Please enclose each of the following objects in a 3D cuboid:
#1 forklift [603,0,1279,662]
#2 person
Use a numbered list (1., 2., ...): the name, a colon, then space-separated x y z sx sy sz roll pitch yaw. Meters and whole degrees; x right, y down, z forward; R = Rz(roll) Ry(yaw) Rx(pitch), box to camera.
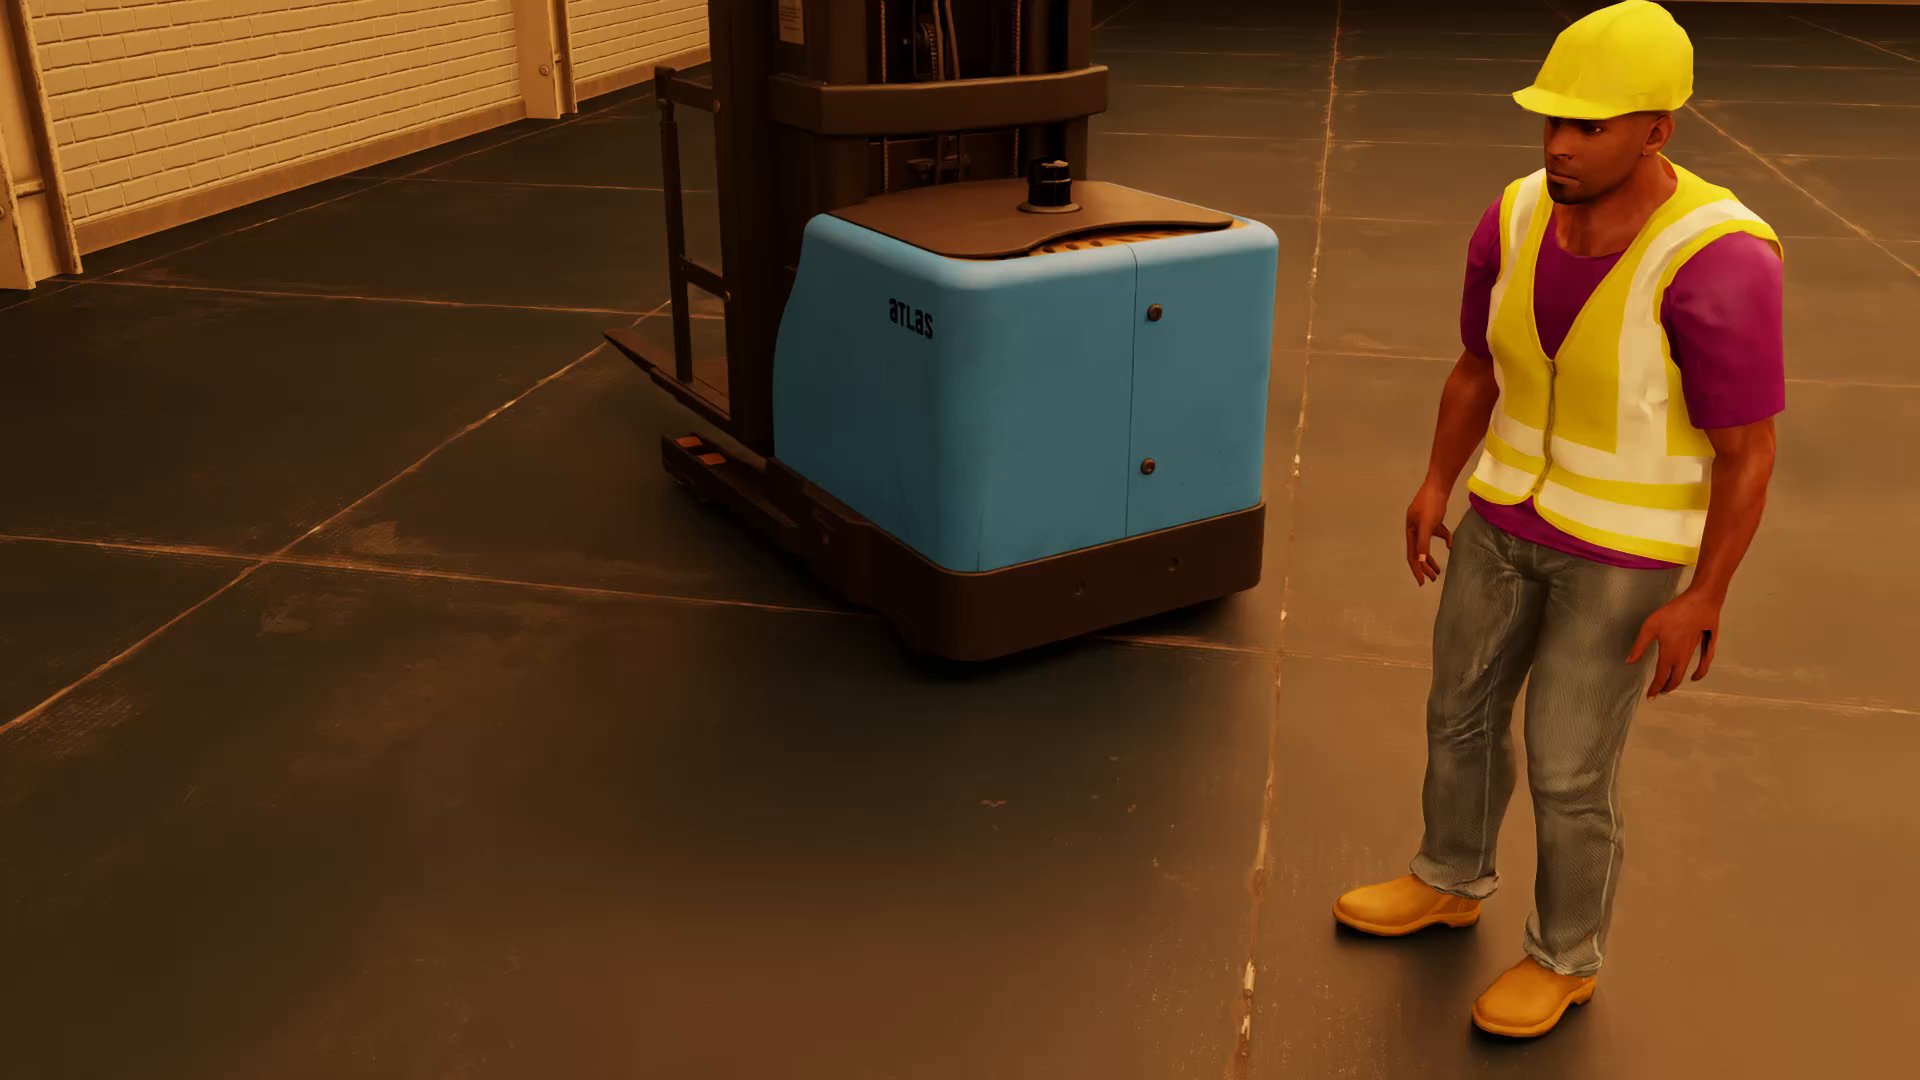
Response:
1. forklift: -0.345 -1.559 5.090 1.130 2.935 3.031 -13 25 -29
2. person: 1.017 0.002 2.819 0.461 1.759 0.630 -12 25 -27
